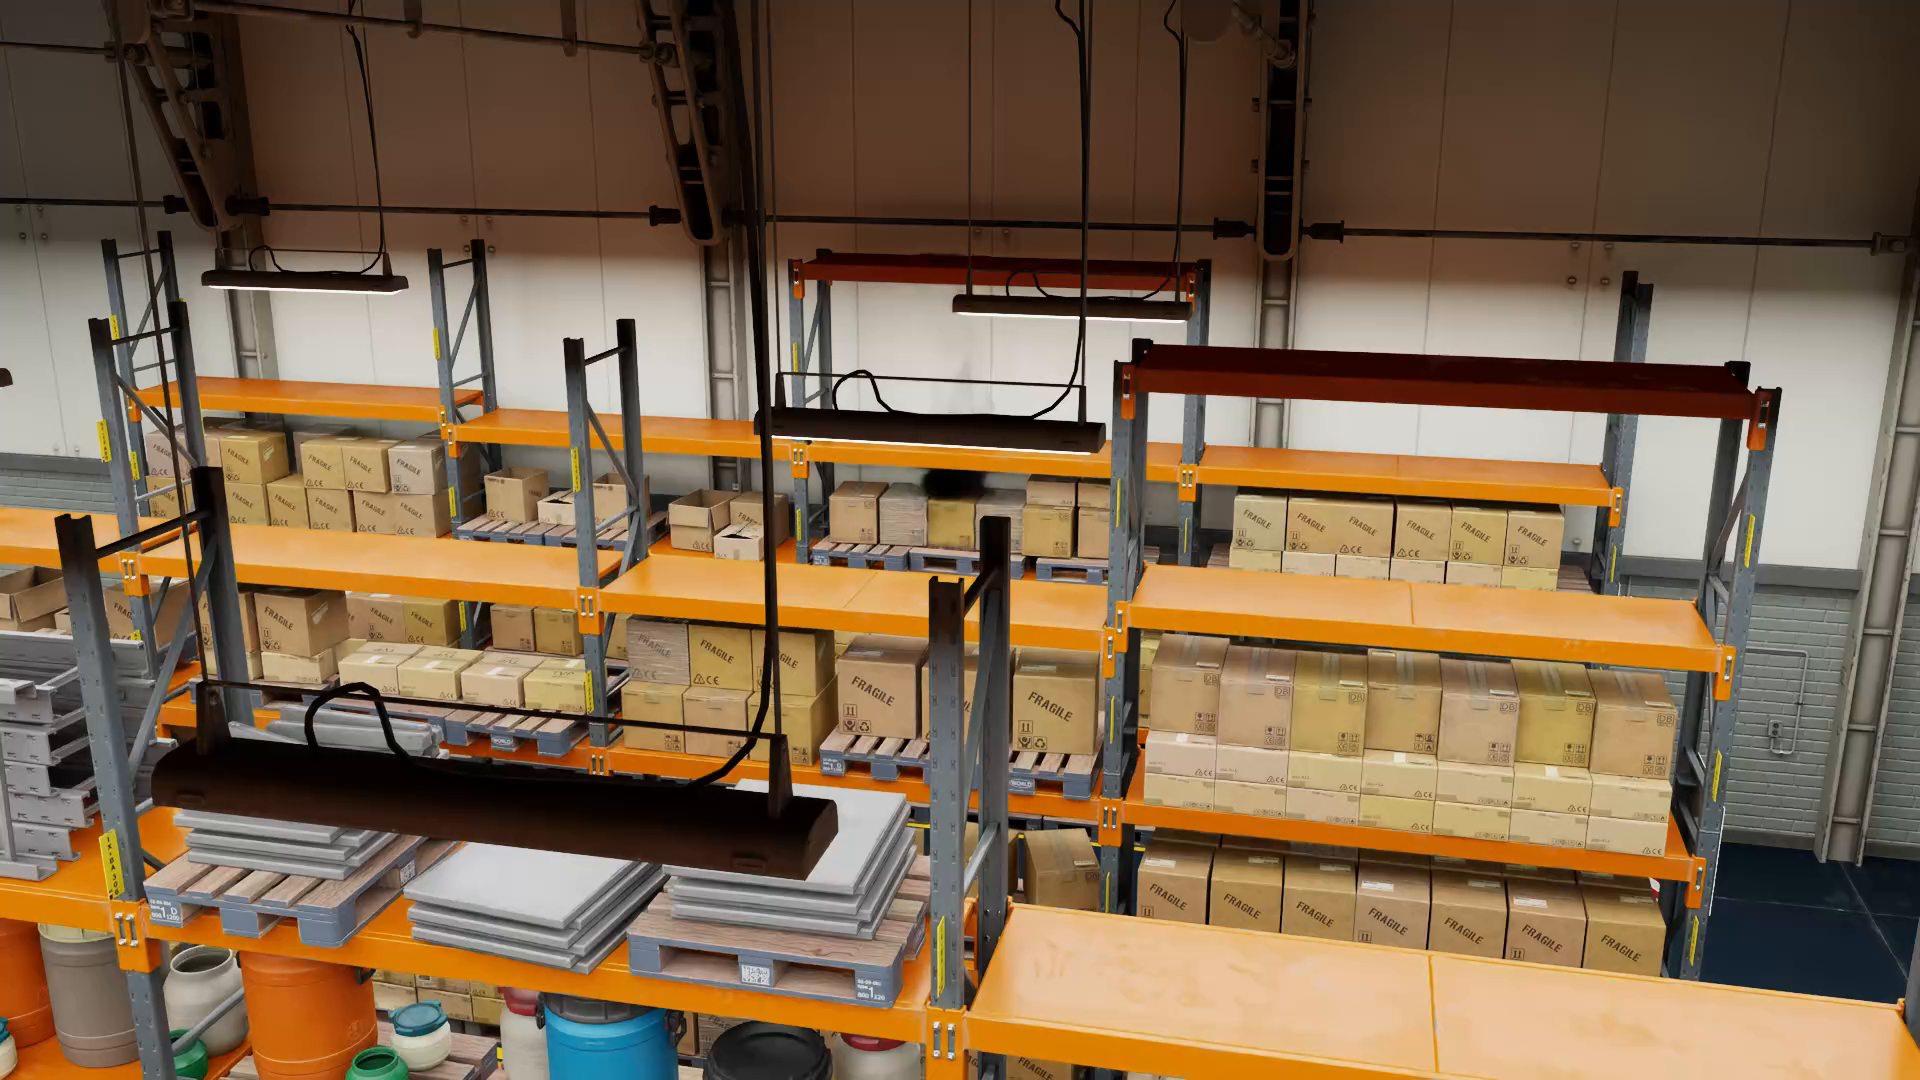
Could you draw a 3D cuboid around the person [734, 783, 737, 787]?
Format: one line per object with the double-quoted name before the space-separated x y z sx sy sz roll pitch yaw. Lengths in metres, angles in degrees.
"person" -1.985 2.676 16.402 0.742 1.609 0.618 3 17 12
